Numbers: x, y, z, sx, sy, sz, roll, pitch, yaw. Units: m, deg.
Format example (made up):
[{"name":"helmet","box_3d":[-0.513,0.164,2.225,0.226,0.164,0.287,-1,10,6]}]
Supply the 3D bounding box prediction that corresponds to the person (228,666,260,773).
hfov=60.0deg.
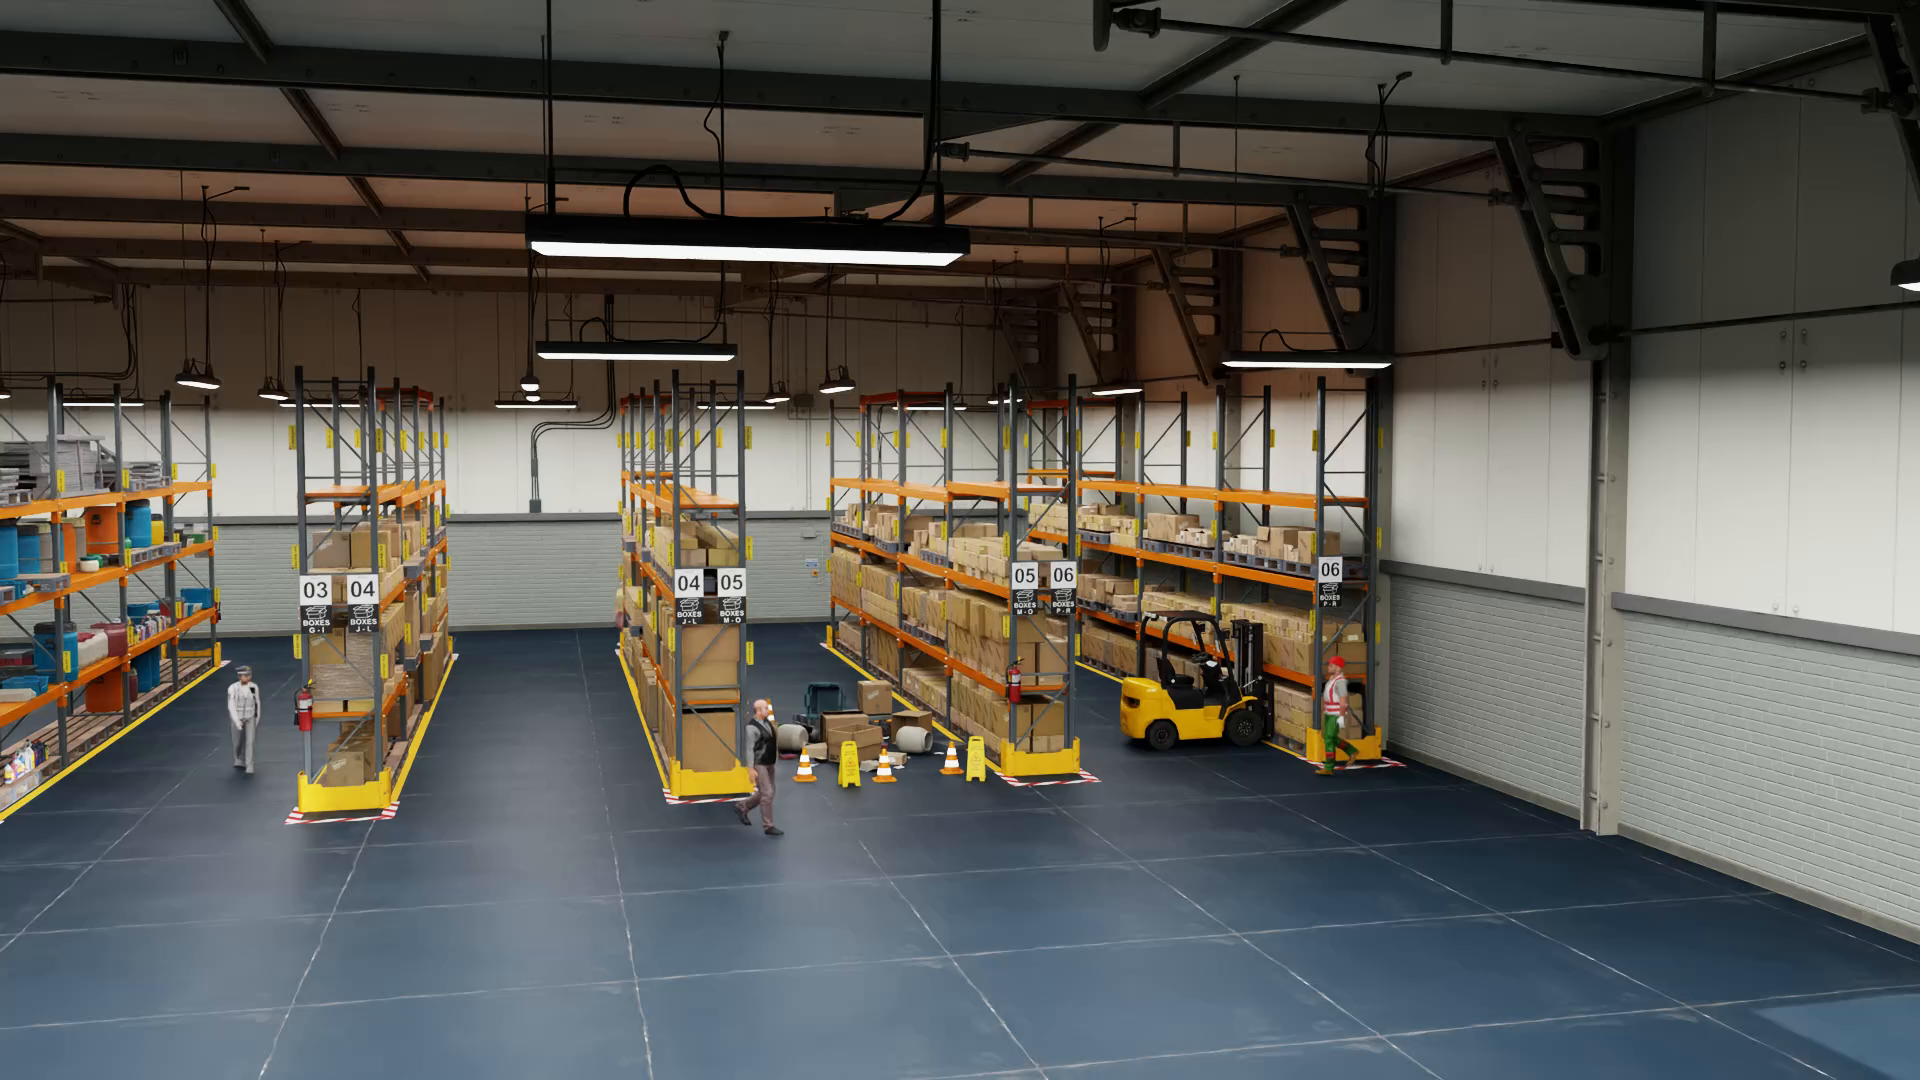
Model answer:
[{"name":"person","box_3d":[-10.810,2.694,25.141,0.466,1.578,1.067,-2,4,-28]}]

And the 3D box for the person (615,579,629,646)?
[{"name":"person","box_3d":[-8.179,1.736,40.590,0.441,1.653,0.681,2,4,36]}]

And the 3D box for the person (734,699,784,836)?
[{"name":"person","box_3d":[-2.547,2.876,21.204,0.800,1.699,0.585,1,4,22]}]

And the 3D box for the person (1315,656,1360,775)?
[{"name":"person","box_3d":[5.680,2.620,24.934,0.822,1.769,0.553,-1,4,-15]}]
